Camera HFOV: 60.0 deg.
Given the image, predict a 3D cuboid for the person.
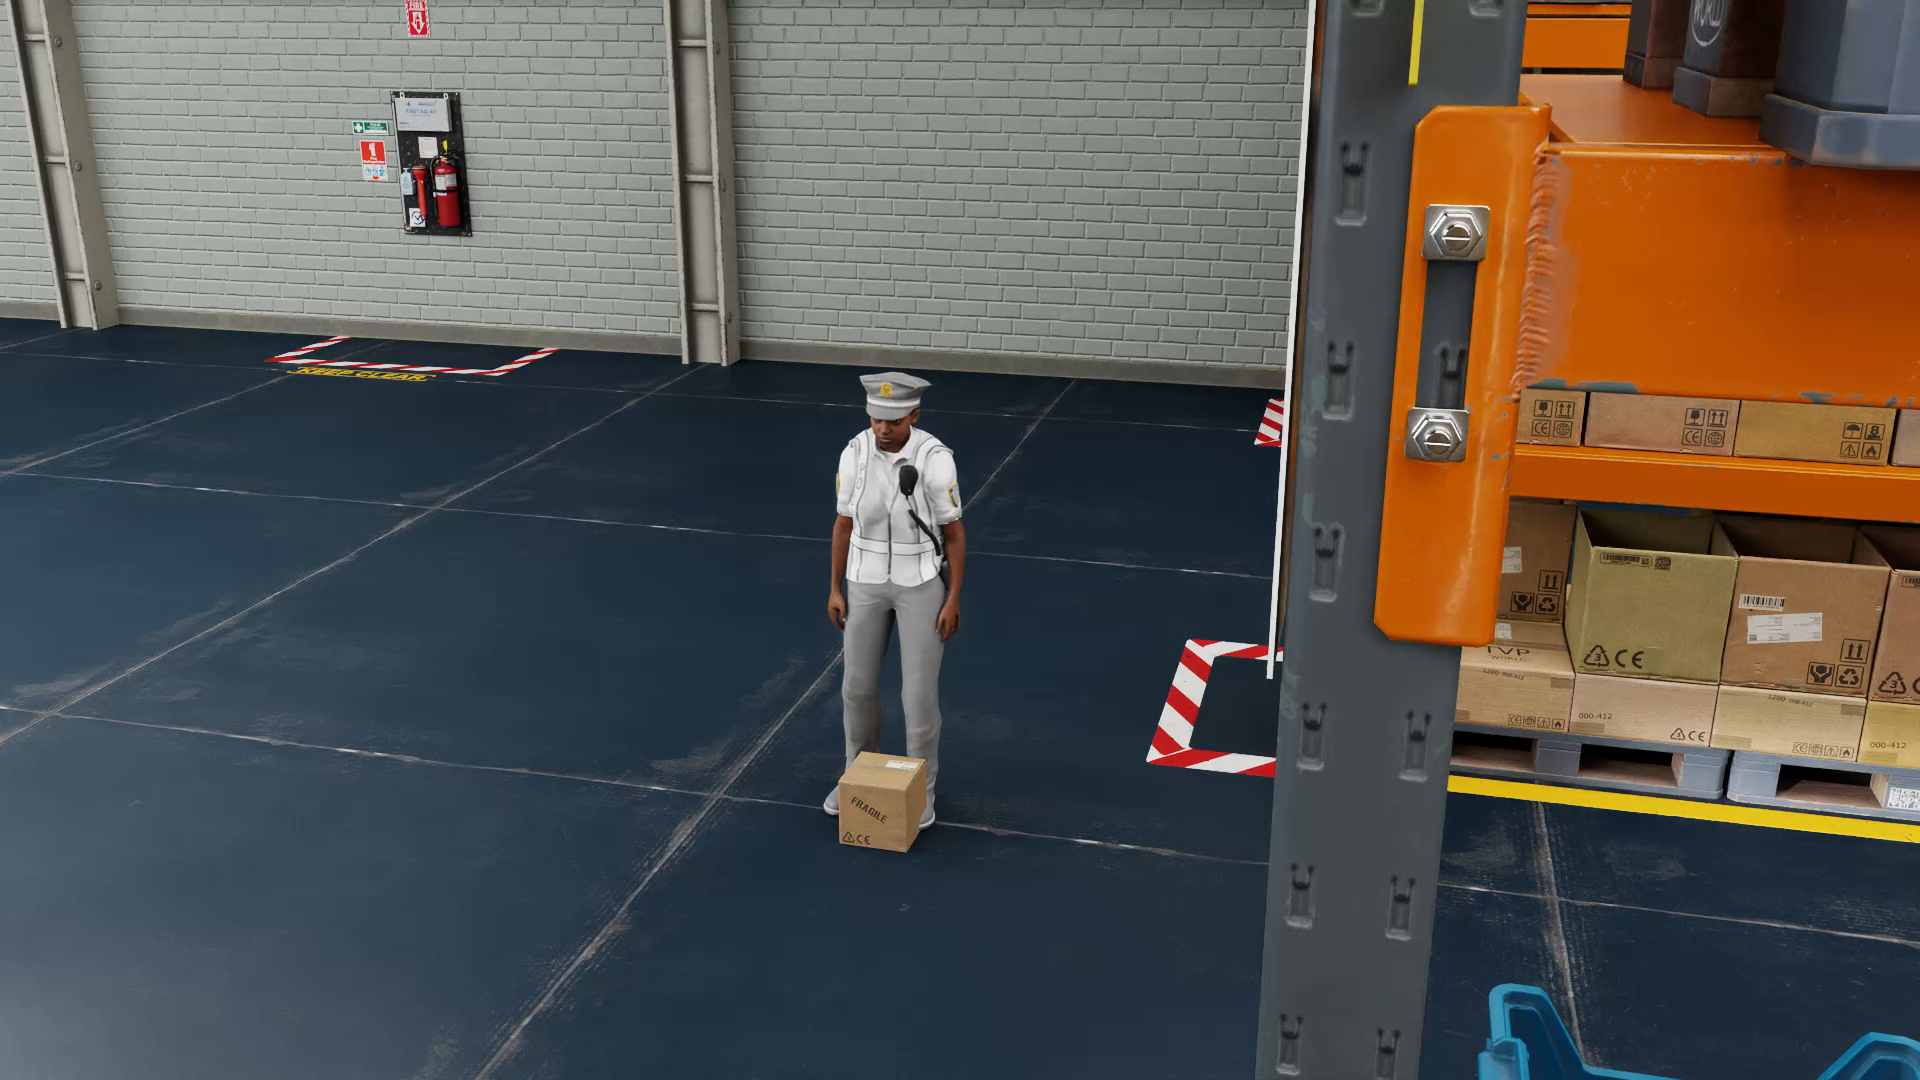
[{"bbox_3d":[-0.236,0.201,5.955,0.505,1.659,0.415,5,19,14],"label":"person"}]
